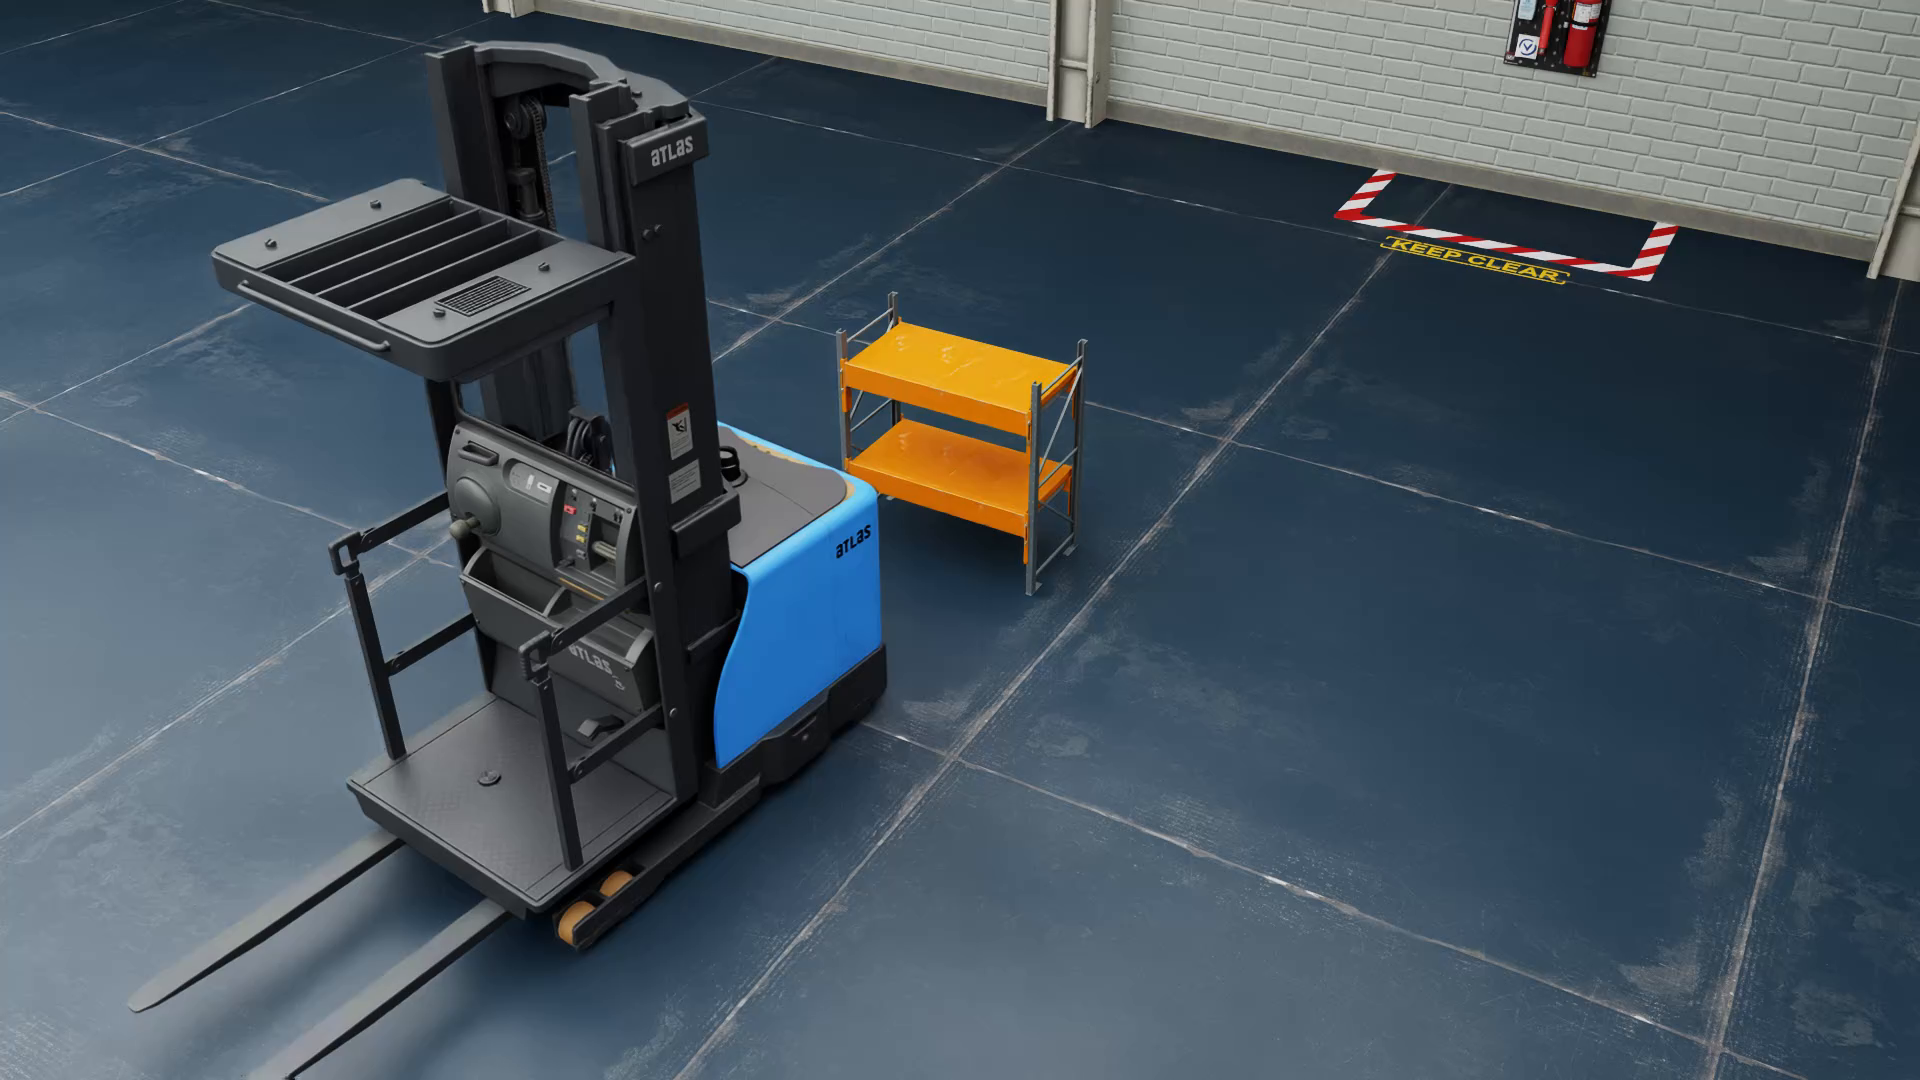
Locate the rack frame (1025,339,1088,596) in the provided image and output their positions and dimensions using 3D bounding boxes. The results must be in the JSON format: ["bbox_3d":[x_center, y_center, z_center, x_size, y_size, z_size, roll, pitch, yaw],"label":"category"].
[{"bbox_3d":[0.447,-0.327,7.725,0.032,1.125,0.500,18,37,24],"label":"rack frame"}]

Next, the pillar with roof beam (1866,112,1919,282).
[{"bbox_3d":[4.010,-3.403,5.242,0.400,9.000,9.100,18,37,24],"label":"pillar with roof beam"}]

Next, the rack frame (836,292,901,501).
[{"bbox_3d":[-0.435,-0.606,8.145,0.032,1.125,0.500,18,37,24],"label":"rack frame"}]

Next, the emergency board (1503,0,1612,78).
[{"bbox_3d":[4.020,-3.676,11.064,0.643,1.169,0.194,18,37,24],"label":"emergency board"}]

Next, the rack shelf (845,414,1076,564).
[{"bbox_3d":[0.006,-0.263,8.071,1.000,0.278,0.538,18,37,24],"label":"rack shelf"}]

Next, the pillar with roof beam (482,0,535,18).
[{"bbox_3d":[-6.408,-6.703,10.198,0.400,9.000,9.100,18,37,24],"label":"pillar with roof beam"}]

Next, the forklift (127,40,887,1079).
[{"bbox_3d":[-1.600,-0.051,5.682,1.130,2.935,3.031,23,40,30],"label":"forklift"}]

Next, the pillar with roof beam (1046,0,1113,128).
[{"bbox_3d":[-1.199,-5.053,7.720,0.400,9.000,9.100,18,37,24],"label":"pillar with roof beam"}]

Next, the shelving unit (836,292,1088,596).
[{"bbox_3d":[0.006,-0.466,7.935,1.048,1.125,0.538,18,37,24],"label":"shelving unit"}]

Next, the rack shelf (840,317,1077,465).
[{"bbox_3d":[0.006,-0.710,7.773,1.000,0.278,0.538,18,37,24],"label":"rack shelf"}]

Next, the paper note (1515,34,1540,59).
[{"bbox_3d":[3.900,-3.391,11.431,0.142,0.148,0.016,18,37,24],"label":"paper note"}]
